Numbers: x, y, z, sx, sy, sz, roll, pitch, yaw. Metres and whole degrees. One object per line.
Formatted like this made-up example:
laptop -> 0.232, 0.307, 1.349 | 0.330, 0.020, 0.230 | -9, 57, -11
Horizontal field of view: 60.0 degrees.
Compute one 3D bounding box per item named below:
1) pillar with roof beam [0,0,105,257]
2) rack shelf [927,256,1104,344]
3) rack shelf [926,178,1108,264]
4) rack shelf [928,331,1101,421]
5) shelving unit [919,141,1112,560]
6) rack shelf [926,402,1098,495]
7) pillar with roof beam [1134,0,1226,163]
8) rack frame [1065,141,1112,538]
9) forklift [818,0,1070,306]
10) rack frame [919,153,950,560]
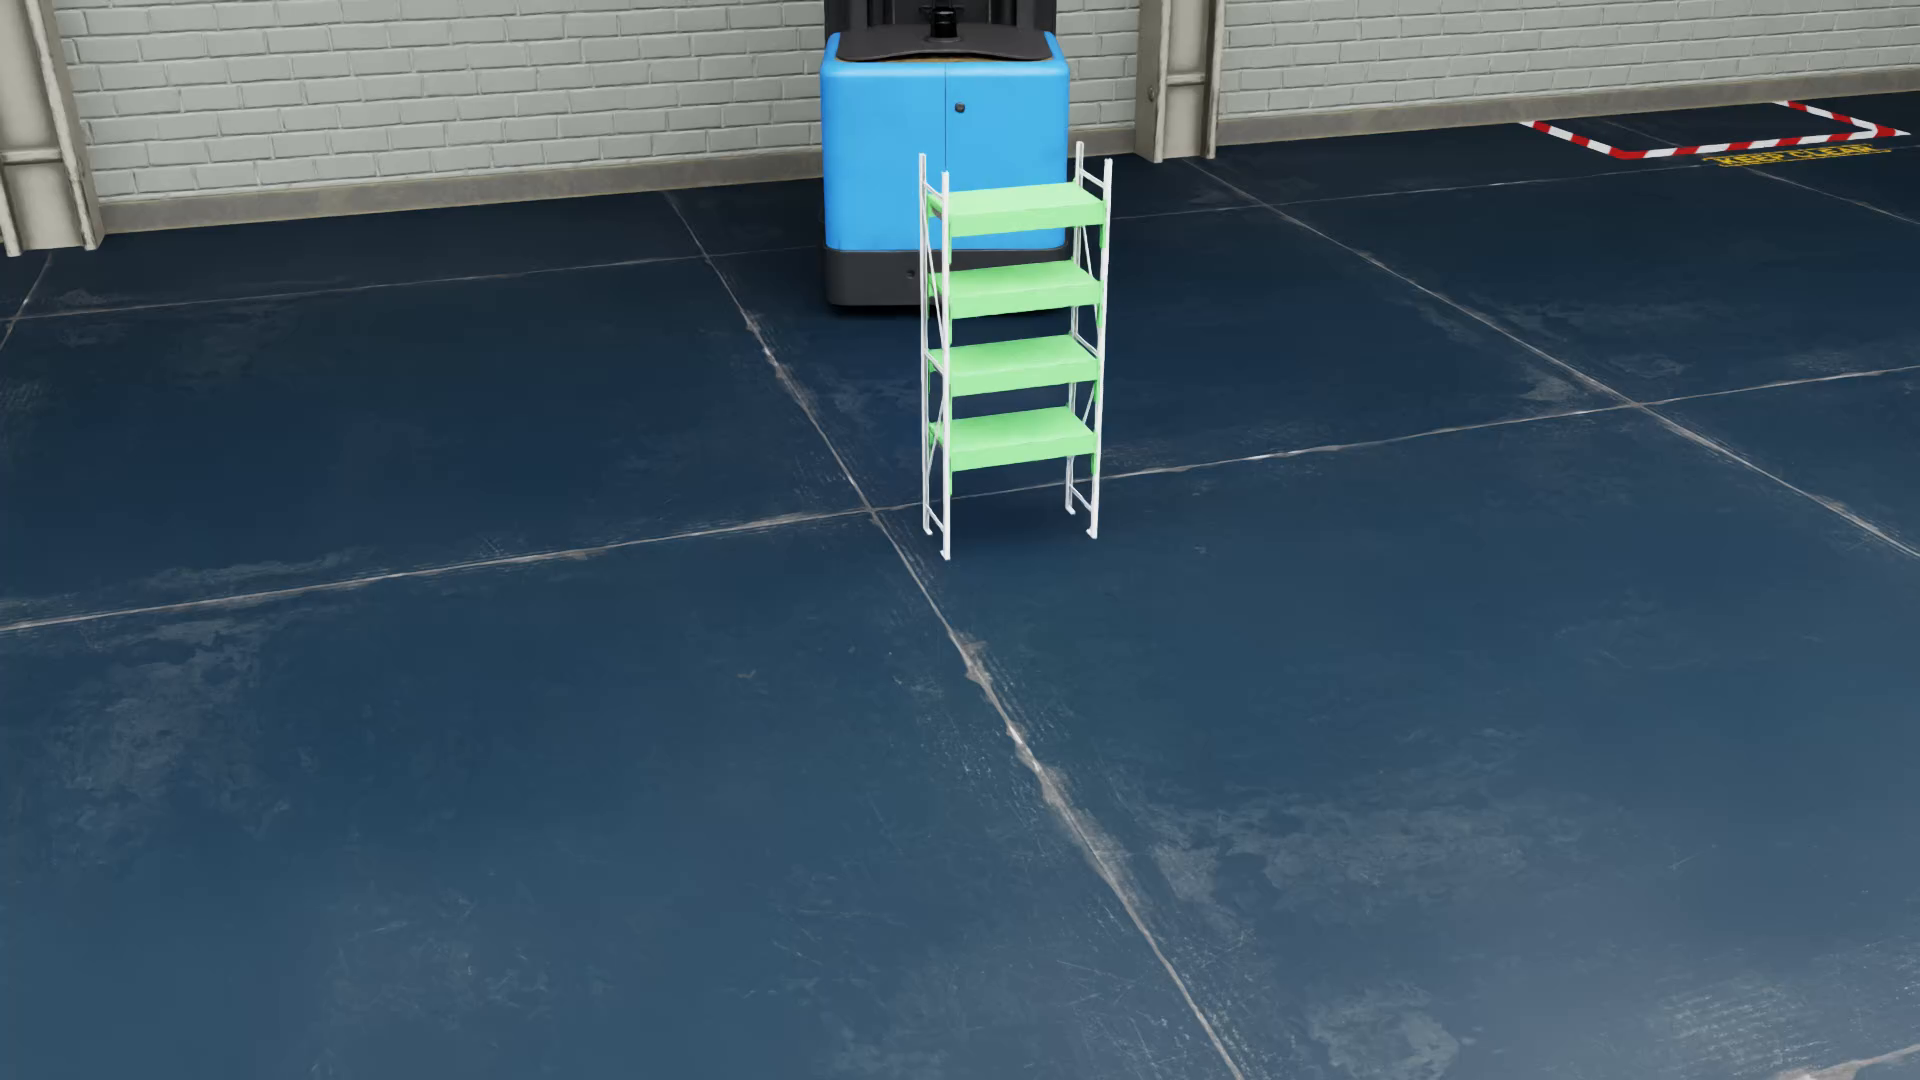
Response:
pillar with roof beam -> -3.106, -3.665, 2.512 | 0.400, 9.000, 9.100 | -8, 28, -16
rack shelf -> 0.157, -0.718, 4.951 | 0.480, 0.148, 0.258 | -8, 28, -16
rack shelf -> 0.157, -0.933, 4.844 | 0.480, 0.148, 0.258 | -8, 28, -16
rack shelf -> 0.157, -0.503, 5.058 | 0.480, 0.148, 0.258 | -8, 28, -16
shelving unit -> 0.157, -0.560, 5.029 | 0.503, 1.200, 0.258 | -8, 28, -16
rack shelf -> 0.157, -0.288, 5.164 | 0.480, 0.148, 0.258 | -8, 28, -16
pillar with roof beam -> 2.599, -4.491, 4.176 | 0.400, 9.000, 9.100 | -8, 28, -16
rack frame -> 0.389, -0.594, 5.097 | 0.015, 1.200, 0.240 | -8, 28, -16
forklift -> -0.099, -2.927, 7.849 | 1.130, 2.935, 3.031 | -1, 26, -1
rack frame -> -0.075, -0.527, 4.961 | 0.015, 1.200, 0.240 | -8, 28, -16
